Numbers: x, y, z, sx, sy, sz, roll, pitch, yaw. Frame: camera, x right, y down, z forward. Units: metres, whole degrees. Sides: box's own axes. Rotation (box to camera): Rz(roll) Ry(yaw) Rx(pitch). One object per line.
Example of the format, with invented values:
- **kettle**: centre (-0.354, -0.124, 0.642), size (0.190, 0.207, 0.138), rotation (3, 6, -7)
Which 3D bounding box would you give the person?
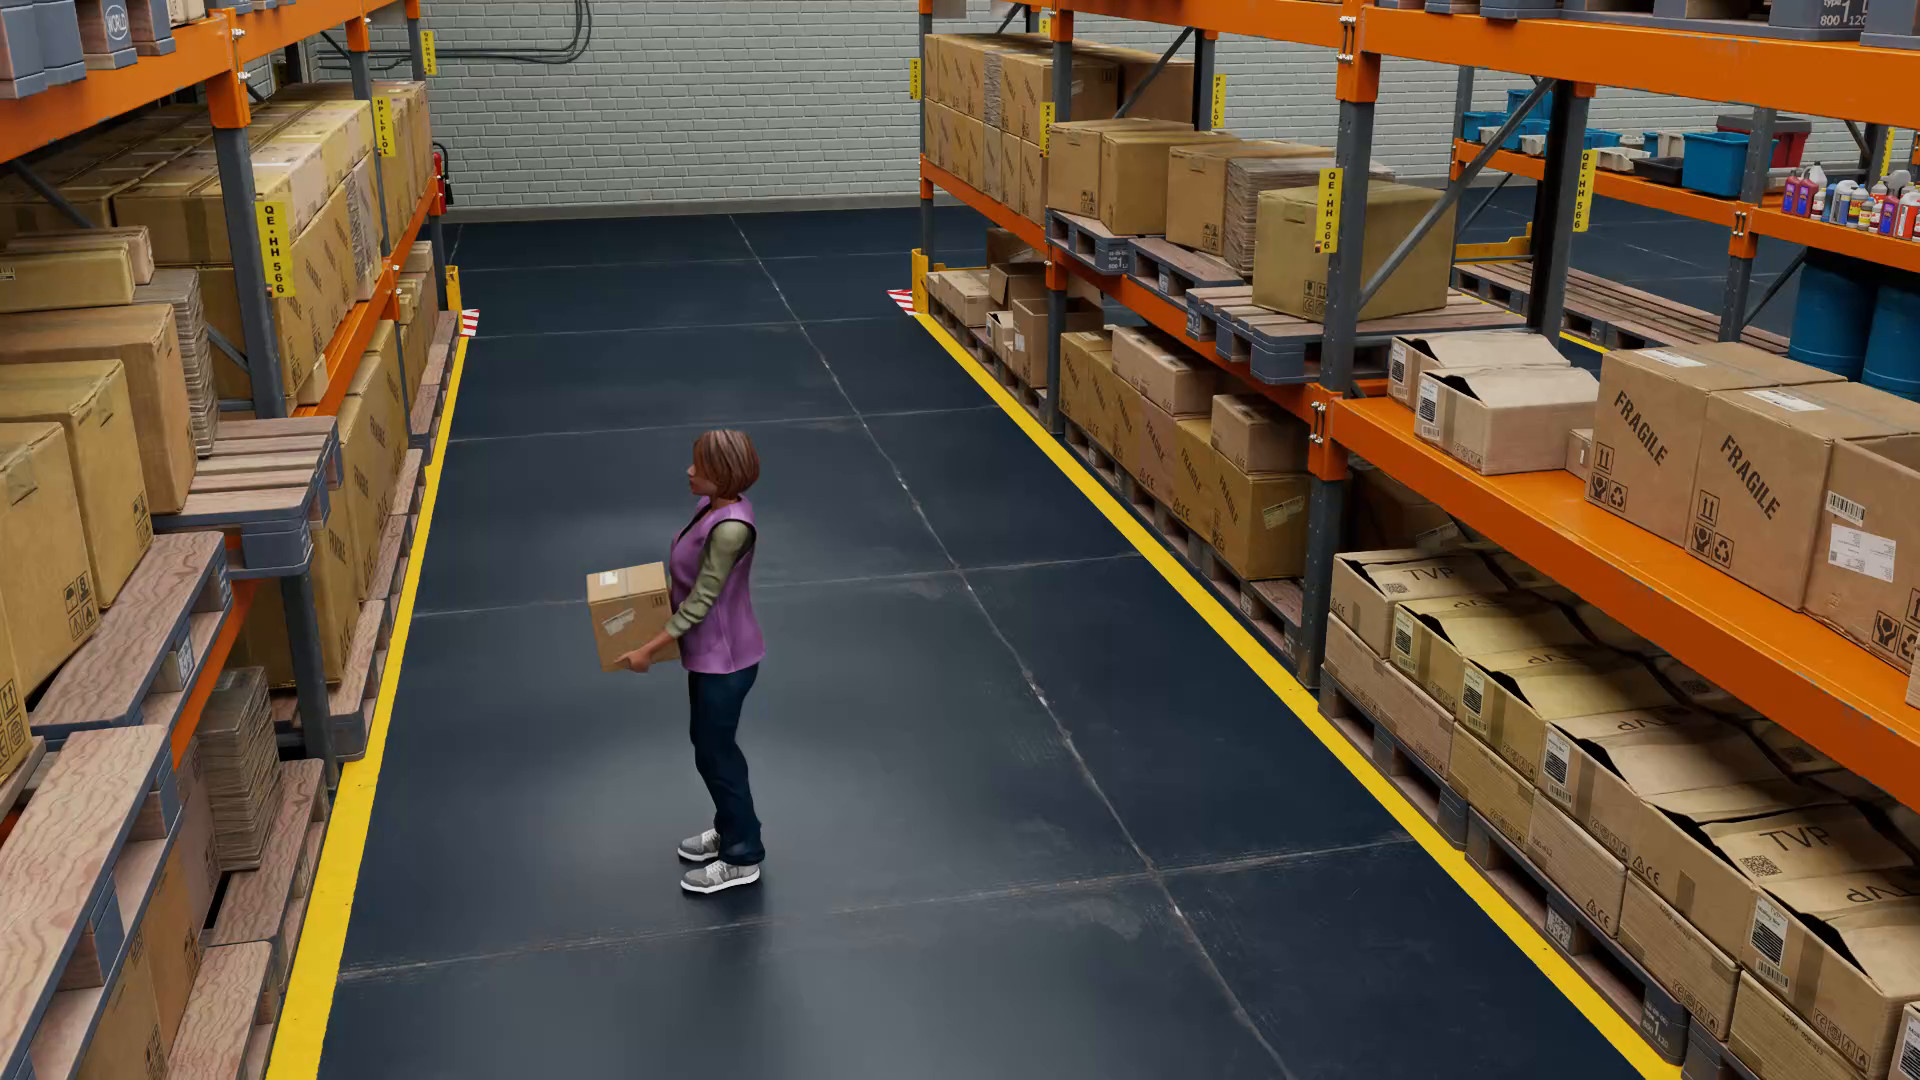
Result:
- **person**: centre (-0.884, 0.402, 5.486), size (0.500, 1.589, 0.405), rotation (-4, 20, -12)
